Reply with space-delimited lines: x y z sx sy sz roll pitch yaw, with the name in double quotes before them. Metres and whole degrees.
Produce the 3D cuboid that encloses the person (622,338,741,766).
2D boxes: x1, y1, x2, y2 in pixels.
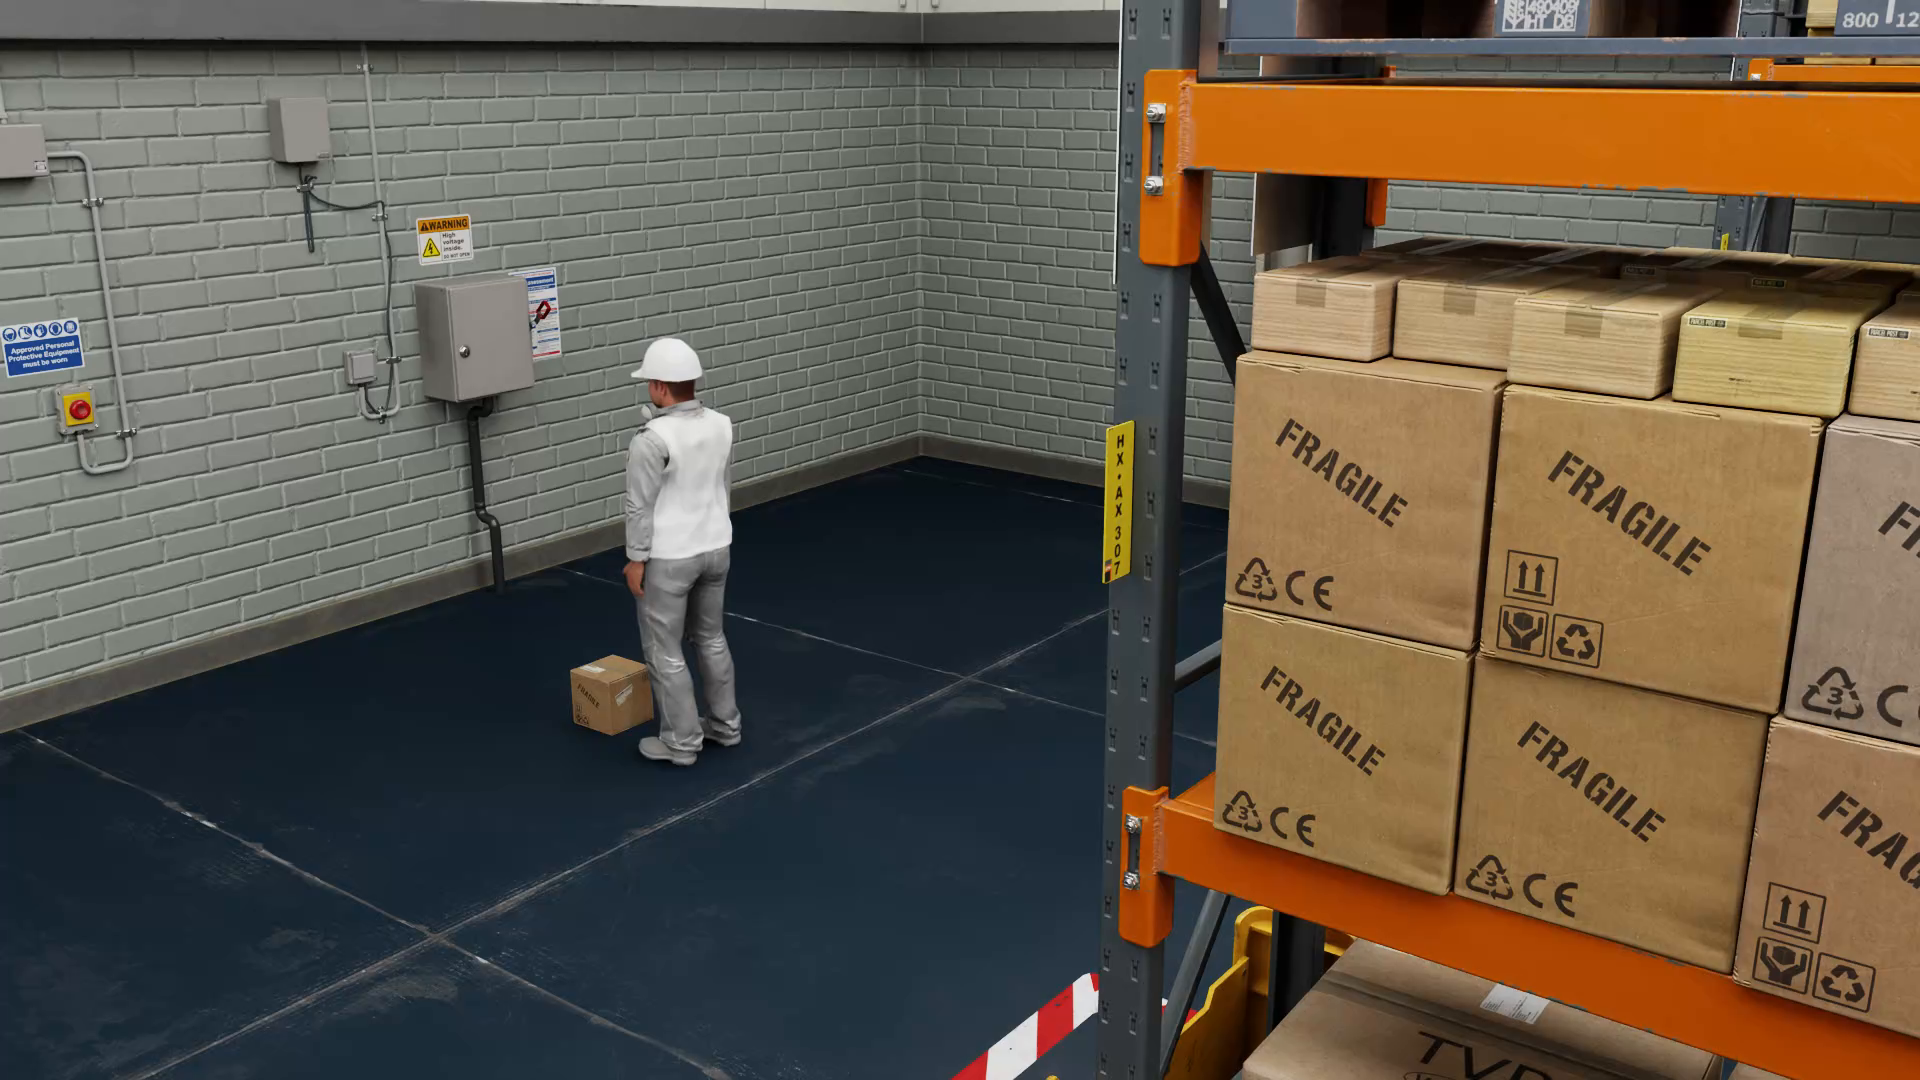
"person" -1.161 0.048 6.843 0.360 1.766 0.532 12 20 36
